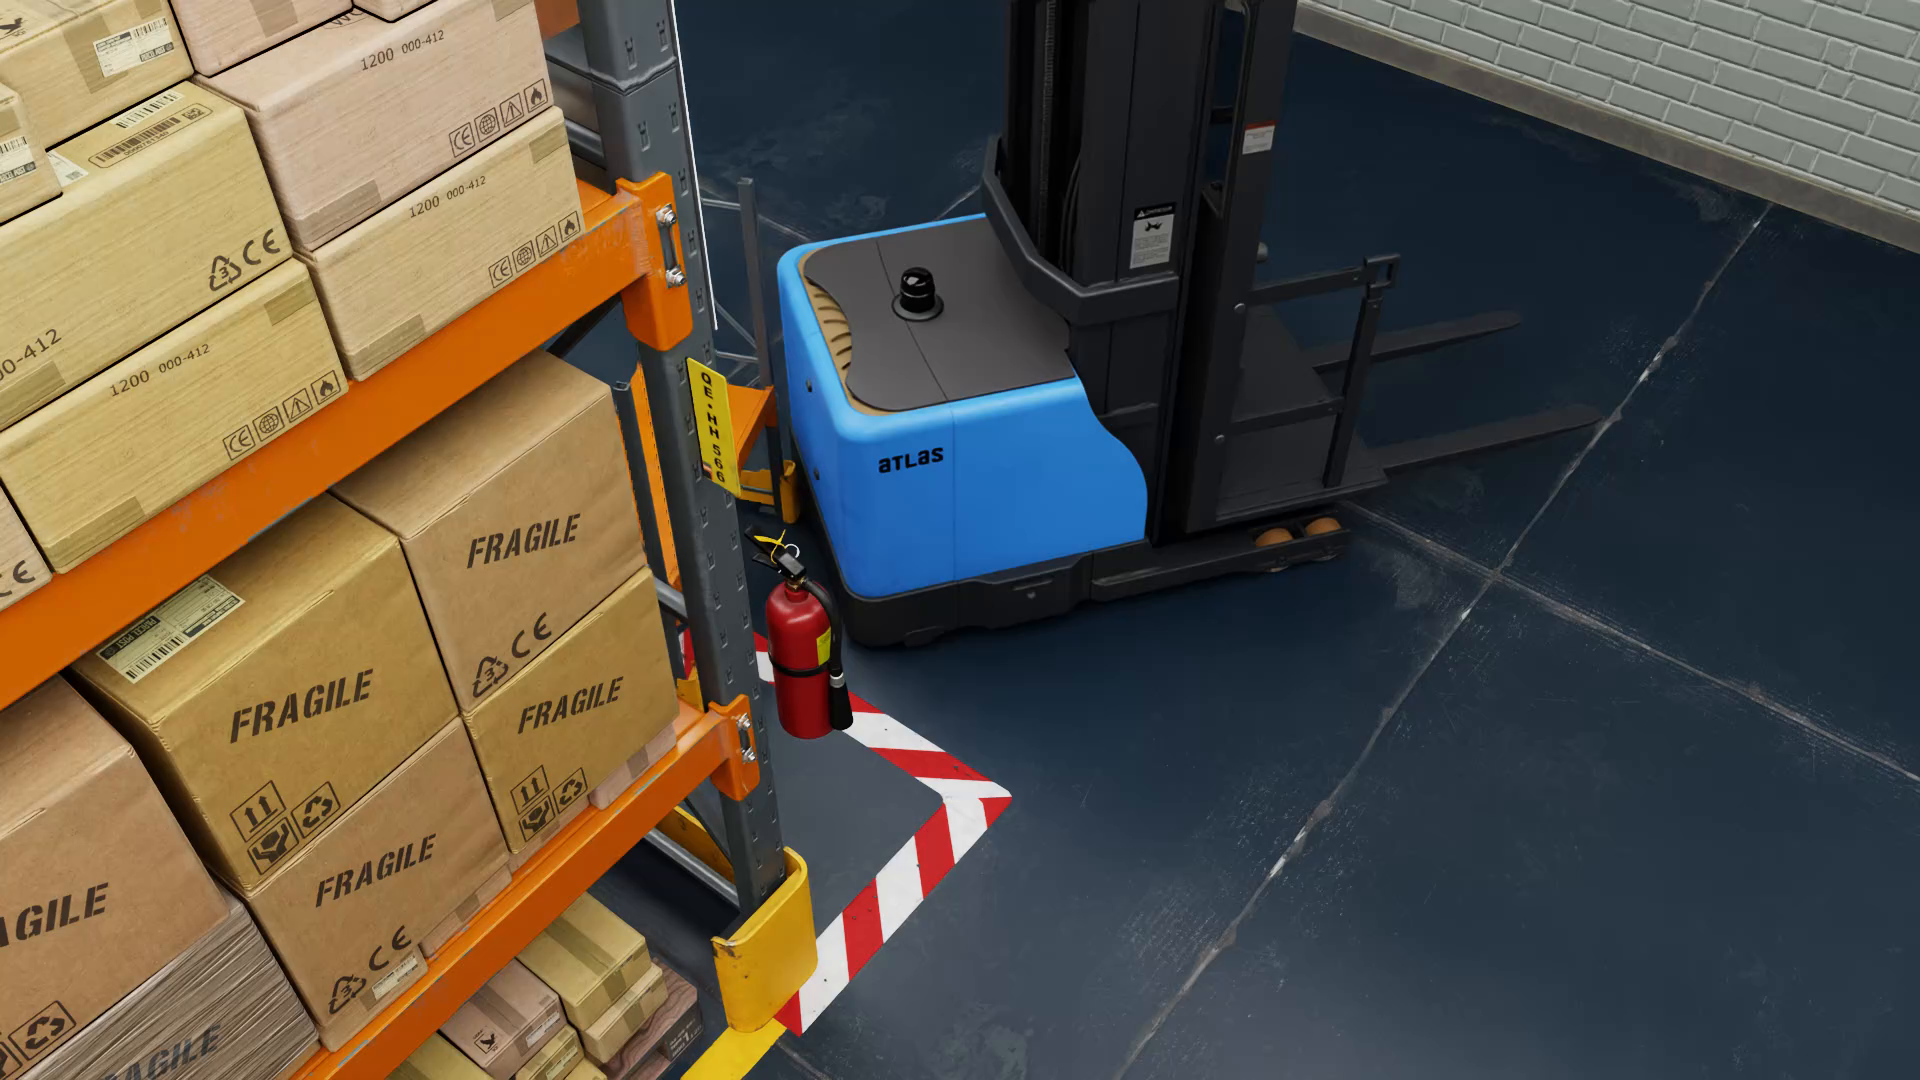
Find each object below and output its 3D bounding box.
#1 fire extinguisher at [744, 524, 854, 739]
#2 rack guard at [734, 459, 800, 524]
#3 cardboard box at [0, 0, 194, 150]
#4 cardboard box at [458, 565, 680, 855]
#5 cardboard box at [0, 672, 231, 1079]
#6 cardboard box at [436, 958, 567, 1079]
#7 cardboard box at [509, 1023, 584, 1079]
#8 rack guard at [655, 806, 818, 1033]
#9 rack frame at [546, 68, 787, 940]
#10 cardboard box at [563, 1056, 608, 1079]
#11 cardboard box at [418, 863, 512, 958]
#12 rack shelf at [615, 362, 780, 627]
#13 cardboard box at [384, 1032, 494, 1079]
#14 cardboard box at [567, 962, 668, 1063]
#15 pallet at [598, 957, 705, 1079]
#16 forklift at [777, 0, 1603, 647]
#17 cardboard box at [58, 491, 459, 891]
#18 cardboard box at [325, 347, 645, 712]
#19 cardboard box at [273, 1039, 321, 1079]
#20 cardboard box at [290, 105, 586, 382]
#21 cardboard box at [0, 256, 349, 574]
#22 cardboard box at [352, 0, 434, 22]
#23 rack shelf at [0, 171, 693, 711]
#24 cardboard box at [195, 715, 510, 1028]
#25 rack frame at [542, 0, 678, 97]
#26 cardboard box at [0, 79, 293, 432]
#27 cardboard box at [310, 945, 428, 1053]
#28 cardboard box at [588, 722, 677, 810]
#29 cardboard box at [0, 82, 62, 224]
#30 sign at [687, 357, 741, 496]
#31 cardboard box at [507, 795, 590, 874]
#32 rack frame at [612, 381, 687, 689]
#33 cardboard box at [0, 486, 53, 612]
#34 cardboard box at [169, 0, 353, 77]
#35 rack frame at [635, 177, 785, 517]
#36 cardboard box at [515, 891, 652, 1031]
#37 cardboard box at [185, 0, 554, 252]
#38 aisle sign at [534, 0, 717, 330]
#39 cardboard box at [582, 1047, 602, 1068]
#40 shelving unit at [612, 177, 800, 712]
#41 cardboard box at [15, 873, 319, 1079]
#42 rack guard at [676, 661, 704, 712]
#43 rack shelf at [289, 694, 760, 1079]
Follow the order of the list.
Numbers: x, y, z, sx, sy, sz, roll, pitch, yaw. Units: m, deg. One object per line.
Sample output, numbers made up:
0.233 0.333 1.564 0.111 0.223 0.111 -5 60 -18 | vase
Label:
-0.405 0.243 4.255 0.296 0.674 0.183 29 53 25 | fire extinguisher
-0.901 -0.226 6.293 0.587 0.250 0.087 11 47 10 | rack guard
-1.280 -0.702 2.254 0.380 0.149 0.250 28 52 24 | cardboard box
-0.995 0.261 3.652 0.500 0.500 0.500 30 53 26 | cardboard box
-1.628 0.508 2.724 0.500 0.500 0.500 32 54 27 | cardboard box
-1.246 1.195 4.304 0.380 0.149 0.250 30 53 26 | cardboard box
-1.224 1.318 4.392 0.380 0.149 0.250 28 52 24 | cardboard box
-0.971 0.934 5.012 1.175 0.500 0.348 29 53 25 | rack guard
-0.924 0.027 4.150 1.000 3.000 0.127 29 53 25 | rack frame
-1.158 1.452 4.469 0.380 0.149 0.250 31 54 26 | cardboard box
-1.223 0.701 3.679 0.380 0.149 0.250 29 53 25 | cardboard box
-1.027 -0.179 5.632 0.538 0.185 1.000 11 47 10 | rack shelf
-1.304 1.399 4.109 0.380 0.149 0.250 28 52 24 | cardboard box
-1.021 1.192 4.512 0.380 0.149 0.250 28 52 24 | cardboard box
-1.495 1.483 4.687 1.003 0.211 1.213 29 53 25 | pallet
0.931 -1.249 5.416 3.031 2.935 1.130 -12 48 -11 | forklift
-1.317 0.206 3.012 0.500 0.500 0.500 27 52 24 | cardboard box
-1.007 -0.084 3.289 0.500 0.500 0.500 28 52 24 | cardboard box
-1.545 0.995 3.398 0.380 0.149 0.250 27 52 23 | cardboard box
-0.993 -0.580 2.759 0.500 0.250 0.500 28 52 24 | cardboard box
-1.299 -0.285 2.477 0.500 0.250 0.500 29 53 25 | cardboard box
-0.895 -0.947 2.488 0.380 0.149 0.250 29 53 25 | cardboard box
-2.147 0.384 2.232 1.077 0.370 4.000 29 53 25 | rack shelf
-1.314 0.553 3.372 0.500 0.500 0.500 28 53 24 | cardboard box
-0.924 -2.045 1.980 1.000 3.000 0.127 29 53 25 | rack frame
-1.316 -0.461 2.299 0.500 0.250 0.500 28 52 24 | cardboard box
-1.361 0.858 3.530 0.380 0.149 0.250 31 54 26 | cardboard box
-0.900 0.425 3.943 0.380 0.149 0.250 29 53 25 | cardboard box
-1.355 -0.503 2.064 0.380 0.149 0.250 30 53 26 | cardboard box
-0.497 -0.225 3.371 0.100 0.325 0.005 29 53 25 | sign
-1.082 0.551 3.823 0.380 0.149 0.250 29 53 25 | cardboard box
-1.153 0.053 5.162 0.500 1.500 0.032 11 47 10 | rack frame
-1.613 -0.007 2.211 0.500 0.250 0.500 31 54 26 | cardboard box
-1.106 -0.840 2.386 0.380 0.149 0.250 30 53 25 | cardboard box
-0.901 -0.659 5.842 0.500 1.500 0.032 11 47 10 | rack frame
-1.047 1.076 4.417 0.380 0.149 0.250 30 53 25 | cardboard box
-1.005 -0.754 2.579 0.500 0.250 0.500 28 52 24 | cardboard box
-0.642 -0.780 3.123 0.394 0.787 0.004 29 53 25 | aisle sign
-1.081 1.260 4.653 0.380 0.149 0.250 30 53 26 | cardboard box
-1.025 -0.309 5.508 0.587 1.500 1.083 11 47 10 | shelving unit
-1.617 0.848 3.091 0.500 0.500 0.500 29 53 25 | cardboard box
-1.149 0.471 5.627 0.587 0.250 0.087 11 47 10 | rack guard
-2.147 1.420 3.317 1.077 0.370 4.000 29 53 25 | rack shelf
